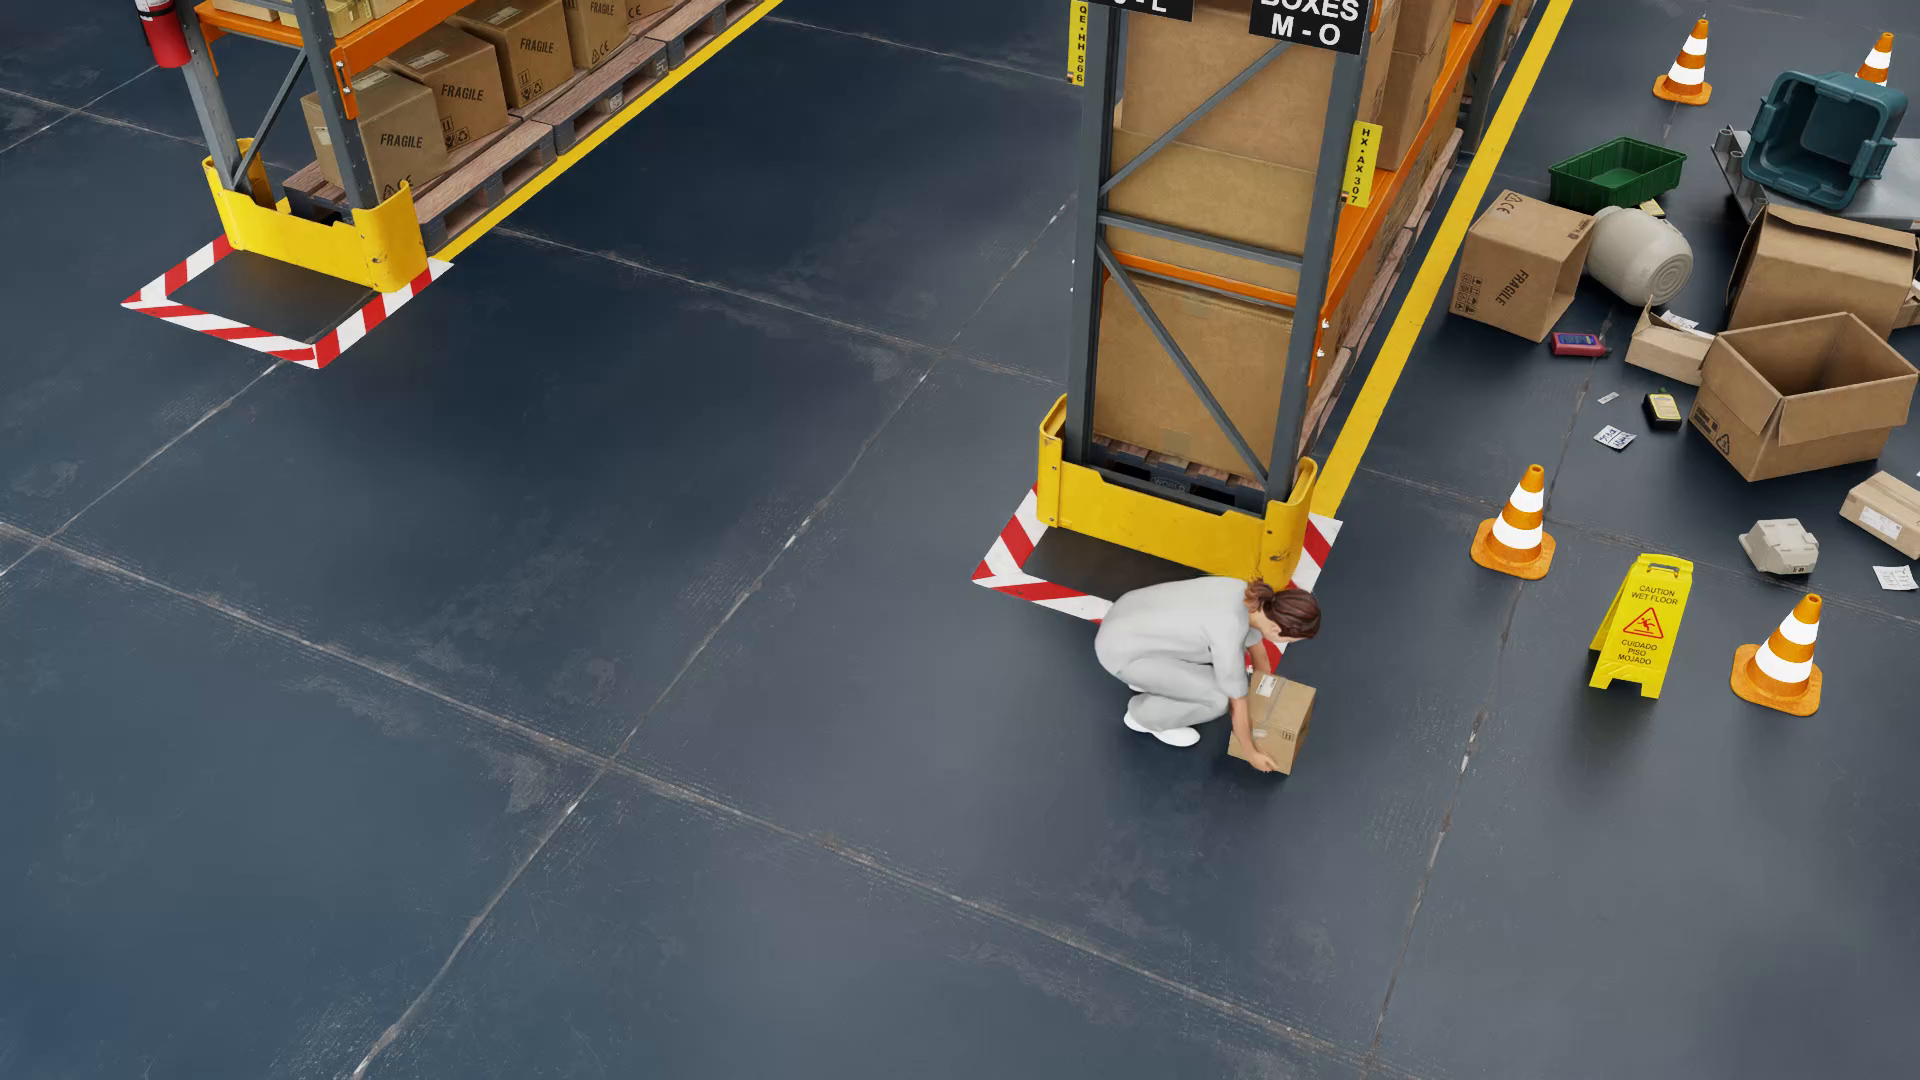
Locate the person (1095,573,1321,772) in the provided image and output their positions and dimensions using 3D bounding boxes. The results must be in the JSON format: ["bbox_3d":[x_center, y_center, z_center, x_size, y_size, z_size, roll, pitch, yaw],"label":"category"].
[{"bbox_3d":[0.931,0.445,6.387,0.820,0.812,0.471,14,44,15],"label":"person"}]
